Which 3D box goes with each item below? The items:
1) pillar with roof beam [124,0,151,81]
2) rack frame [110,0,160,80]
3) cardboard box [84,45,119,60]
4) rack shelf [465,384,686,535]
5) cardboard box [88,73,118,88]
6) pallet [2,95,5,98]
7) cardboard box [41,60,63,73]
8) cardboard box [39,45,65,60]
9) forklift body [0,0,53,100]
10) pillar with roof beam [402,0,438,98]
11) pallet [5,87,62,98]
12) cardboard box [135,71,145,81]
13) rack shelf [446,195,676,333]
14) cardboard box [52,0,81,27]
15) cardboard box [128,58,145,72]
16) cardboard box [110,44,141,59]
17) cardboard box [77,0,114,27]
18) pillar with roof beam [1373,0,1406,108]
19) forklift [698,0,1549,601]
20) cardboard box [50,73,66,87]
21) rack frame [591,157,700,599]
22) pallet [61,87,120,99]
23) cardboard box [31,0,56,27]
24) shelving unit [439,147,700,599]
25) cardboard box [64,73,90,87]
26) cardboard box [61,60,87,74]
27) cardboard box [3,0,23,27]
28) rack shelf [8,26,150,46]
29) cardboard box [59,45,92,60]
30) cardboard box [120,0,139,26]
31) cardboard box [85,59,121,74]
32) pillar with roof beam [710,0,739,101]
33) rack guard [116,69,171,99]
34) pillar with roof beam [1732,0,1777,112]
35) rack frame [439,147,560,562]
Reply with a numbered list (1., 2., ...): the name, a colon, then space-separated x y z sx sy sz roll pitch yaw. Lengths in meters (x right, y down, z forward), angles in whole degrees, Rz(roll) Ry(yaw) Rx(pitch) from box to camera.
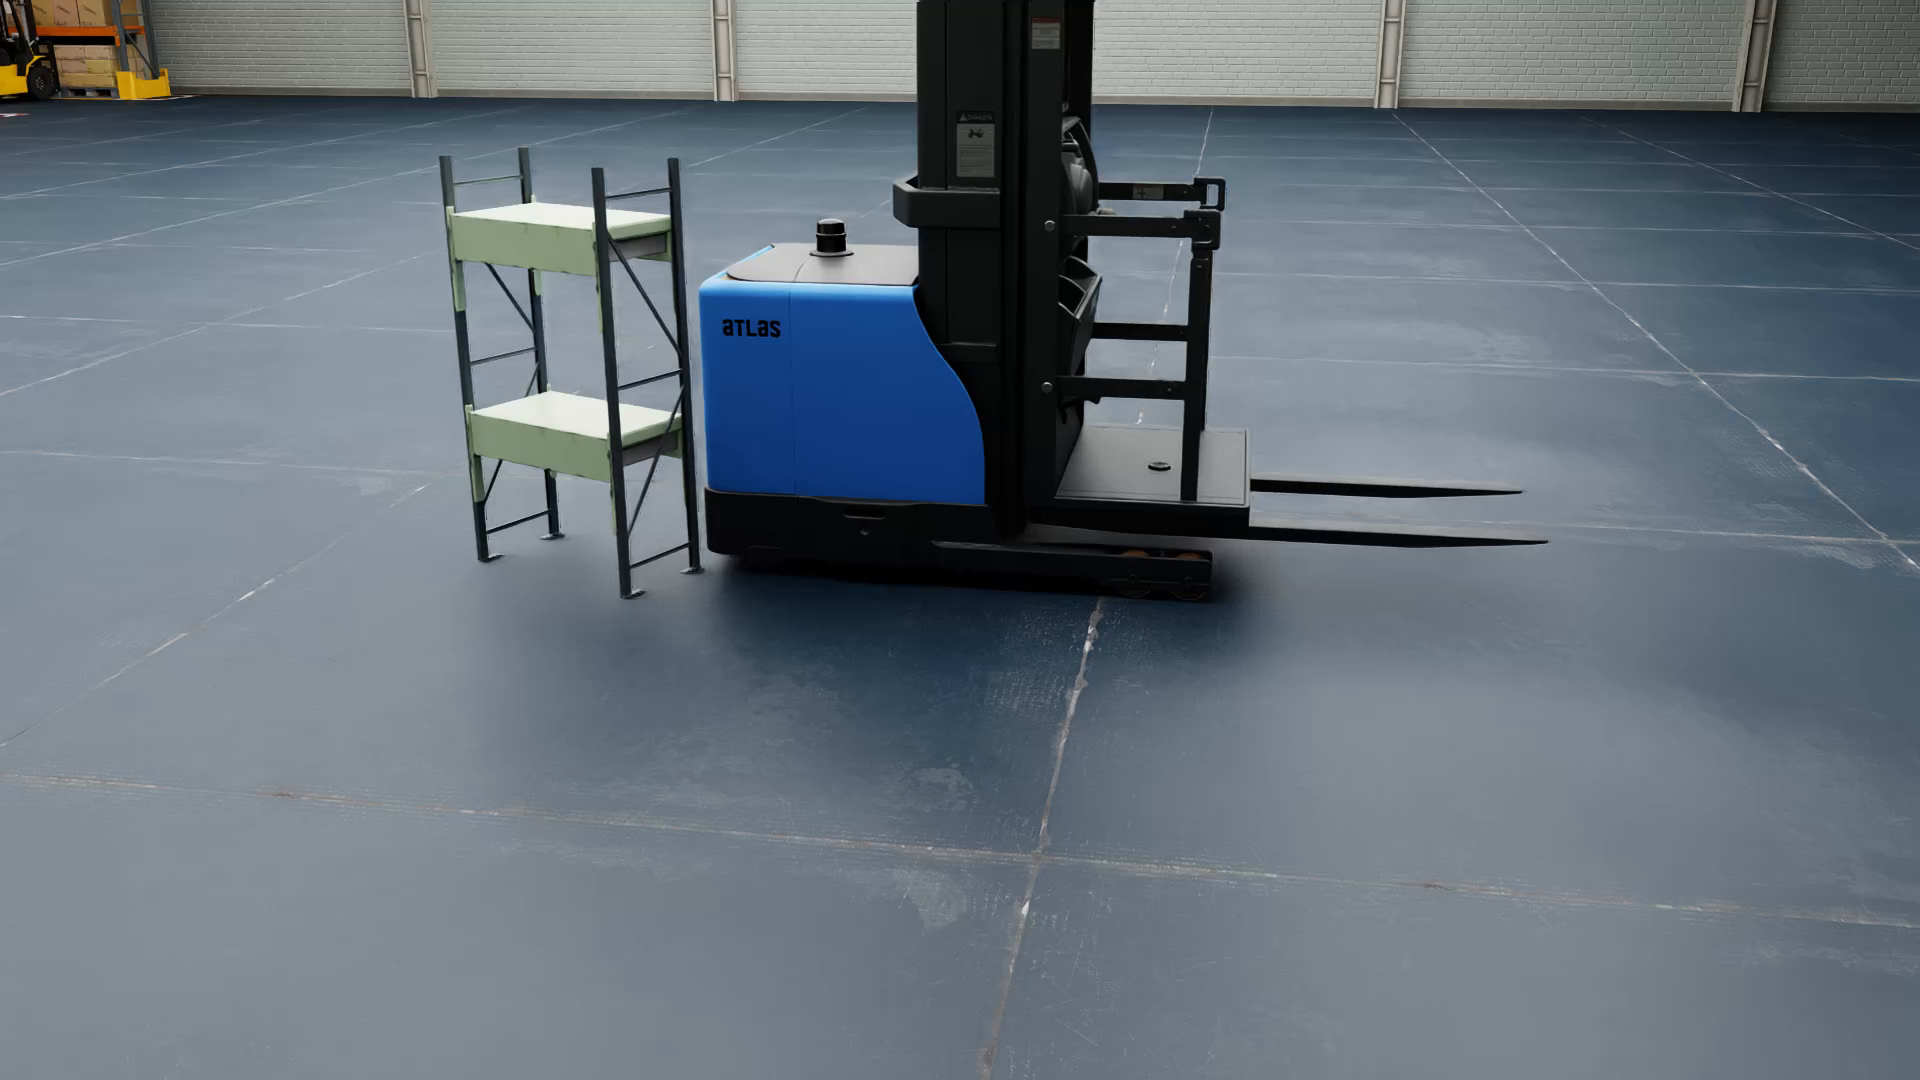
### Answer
1. pillar with roof beam: -16.891 -11.742 27.432 0.400 9.000 9.100 3 19 9
2. rack frame: -15.664 -9.928 31.466 0.127 3.000 1.000 3 19 9
3. cardboard box: -16.168 -9.223 31.454 0.500 0.250 0.500 4 19 10
4. rack shelf: -1.395 -0.310 6.112 0.720 0.370 0.431 12 22 31
5. cardboard box: -16.178 -8.748 31.611 0.500 0.250 0.500 3 19 9
6. pallet: -18.834 -8.754 32.351 1.213 0.211 1.003 3 19 9
7. cardboard box: -17.200 -9.035 31.681 0.500 0.250 0.500 2 19 7
8. cardboard box: -17.173 -9.269 31.592 0.500 0.250 0.500 3 19 9
9. forklift body: -17.825 -9.050 30.178 1.214 2.155 2.313 3 19 9
10. pillar with roof beam: -10.967 -11.440 26.530 0.400 9.000 9.100 3 19 9
11. pallet: -17.626 -8.693 32.170 1.213 0.211 1.003 3 19 9
12. cardboard box: -16.117 -8.909 32.093 0.500 0.250 0.500 3 19 9
13. rack shelf: -1.395 -0.989 5.884 0.720 0.370 0.431 12 22 31
14. cardboard box: -16.702 -9.947 31.365 0.500 0.500 0.500 4 19 10
15. cardboard box: -16.095 -9.149 32.022 0.500 0.250 0.500 3 19 10
16. cardboard box: -16.108 -9.381 31.927 0.500 0.250 0.500 3 19 8
17. cardboard box: -16.191 -9.918 31.278 0.500 0.500 0.500 3 19 7
18. pillar with roof beam: 6.805 -10.534 23.822 0.400 9.000 9.100 3 19 9
19. forklift: 0.618 -1.357 5.958 3.031 2.935 1.130 3 19 9
20. cardboard box: -17.160 -8.804 31.778 0.500 0.250 0.500 3 19 9
21. rack frame: -1.088 -0.556 5.820 0.023 1.500 0.400 12 22 31
22. pallet: -16.425 -8.631 31.984 1.213 0.211 1.003 3 19 9
23. cardboard box: -17.208 -9.973 31.442 0.500 0.500 0.500 3 19 8
24. shelving unit: -1.395 -0.619 6.008 0.755 1.500 0.431 12 22 31
25. cardboard box: -16.667 -8.776 31.694 0.500 0.250 0.500 3 19 9
26. cardboard box: -16.687 -9.016 31.623 0.500 0.250 0.500 3 19 8
27. cardboard box: -17.706 -9.995 31.507 0.500 0.500 0.500 3 19 9
28. rack shelf: -17.638 -9.688 31.881 4.000 0.370 1.077 3 19 9
29. cardboard box: -16.673 -9.247 31.526 0.500 0.250 0.500 3 19 10
30. cardboard box: -16.109 -10.088 31.785 0.500 0.500 0.500 4 19 10
31. cardboard box: -16.194 -8.987 31.537 0.500 0.250 0.500 3 19 8
32. pillar with roof beam: -5.043 -11.138 25.627 0.400 9.000 9.100 3 19 9
33. rack guard: -15.640 -8.742 31.859 0.348 0.500 1.175 3 19 9
34. pillar with roof beam: 12.729 -10.232 22.920 0.400 9.000 9.100 3 19 9
35. rack frame: -1.703 -0.682 6.196 0.023 1.500 0.400 12 22 31
